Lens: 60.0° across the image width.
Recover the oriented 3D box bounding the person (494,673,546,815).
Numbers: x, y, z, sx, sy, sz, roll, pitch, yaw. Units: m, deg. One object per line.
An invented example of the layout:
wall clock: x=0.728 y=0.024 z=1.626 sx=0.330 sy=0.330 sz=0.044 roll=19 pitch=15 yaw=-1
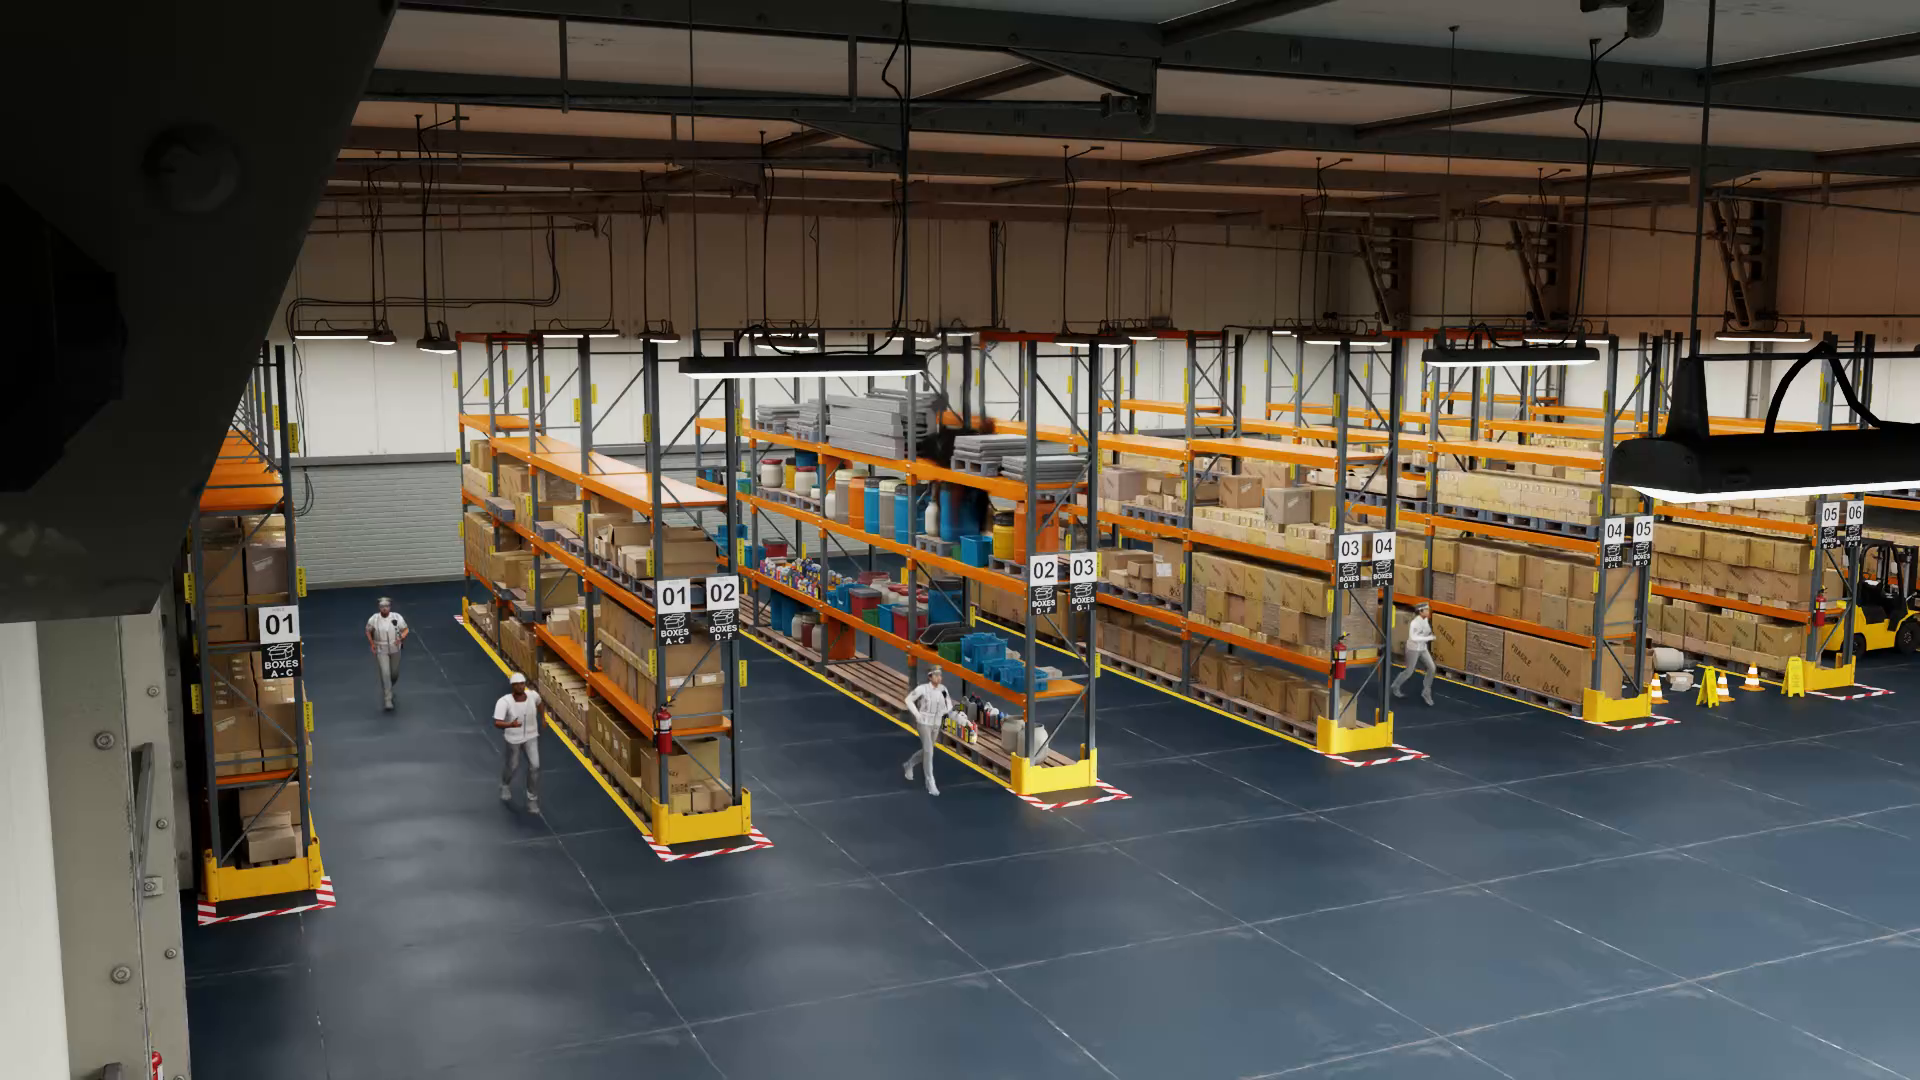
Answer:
person: x=-5.661 y=2.584 z=21.423 sx=0.710 sy=1.820 sz=0.906 roll=-4 pitch=9 yaw=-29

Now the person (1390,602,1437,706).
person: x=7.458 y=1.835 z=27.288 sx=0.830 sy=1.728 sz=0.638 roll=7 pitch=11 yaw=44

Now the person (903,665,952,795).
person: x=-0.402 y=2.504 z=22.422 sx=0.640 sy=1.706 sz=0.874 roll=-6 pitch=10 yaw=-36

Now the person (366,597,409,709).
person: x=-9.297 y=1.789 z=27.046 sx=0.653 sy=1.782 sz=0.912 roll=-4 pitch=8 yaw=-25
